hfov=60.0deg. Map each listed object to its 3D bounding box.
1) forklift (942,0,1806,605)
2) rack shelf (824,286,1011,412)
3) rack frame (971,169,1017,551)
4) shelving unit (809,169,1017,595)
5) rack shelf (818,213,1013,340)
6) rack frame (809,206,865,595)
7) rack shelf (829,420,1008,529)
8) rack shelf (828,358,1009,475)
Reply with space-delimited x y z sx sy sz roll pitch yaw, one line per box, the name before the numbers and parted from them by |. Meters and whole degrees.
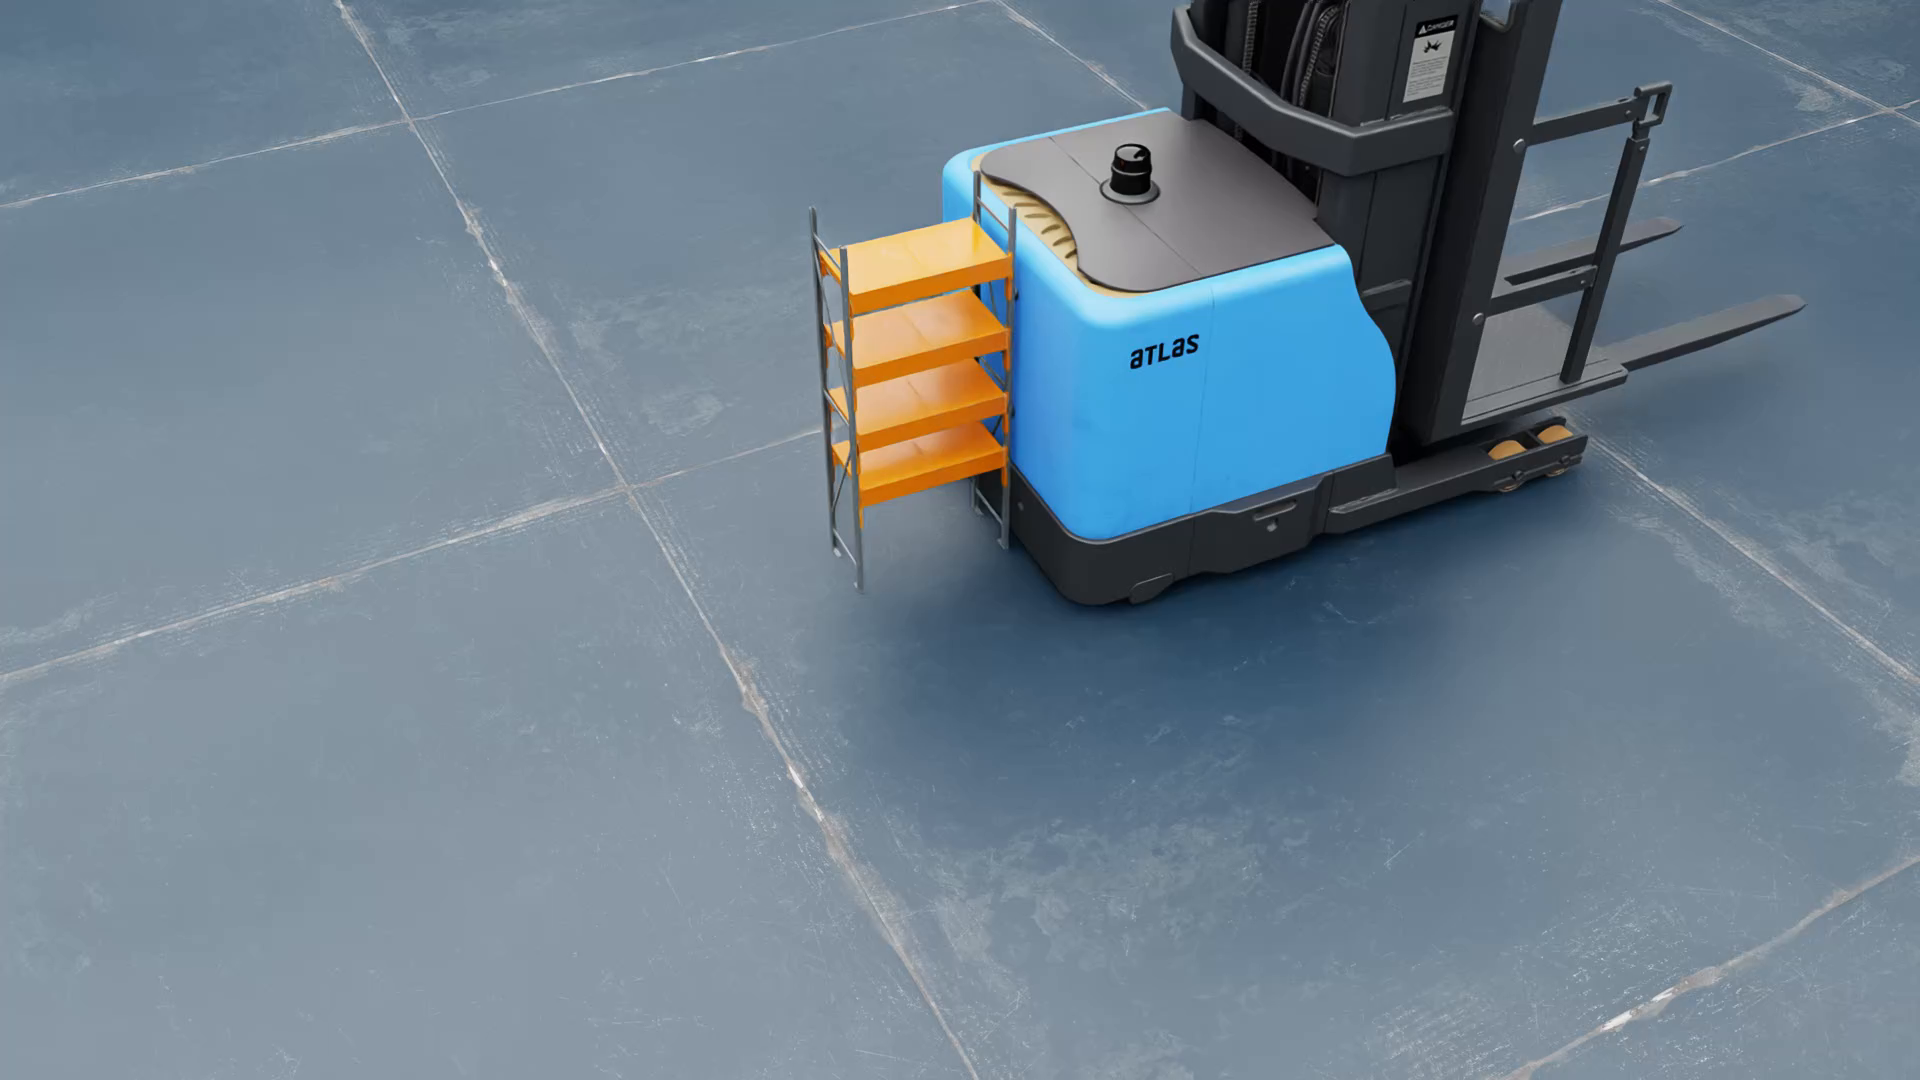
forklift | 1.492 -1.569 4.835 3.031 2.935 1.130 -17 43 -19
rack shelf | -0.126 -0.549 4.728 0.480 0.148 0.258 -17 43 -19
rack frame | 0.095 -0.497 4.908 0.015 1.200 0.240 -17 43 -19
shelving unit | -0.126 -0.430 4.829 0.503 1.200 0.258 -17 43 -19
rack shelf | -0.126 -0.730 4.575 0.480 0.148 0.258 -17 43 -19
rack frame | -0.347 -0.363 4.750 0.015 1.200 0.240 -17 43 -19
rack shelf | -0.126 -0.227 5.001 0.480 0.148 0.258 -17 43 -19
rack shelf | -0.126 -0.379 4.873 0.480 0.148 0.258 -17 43 -19
